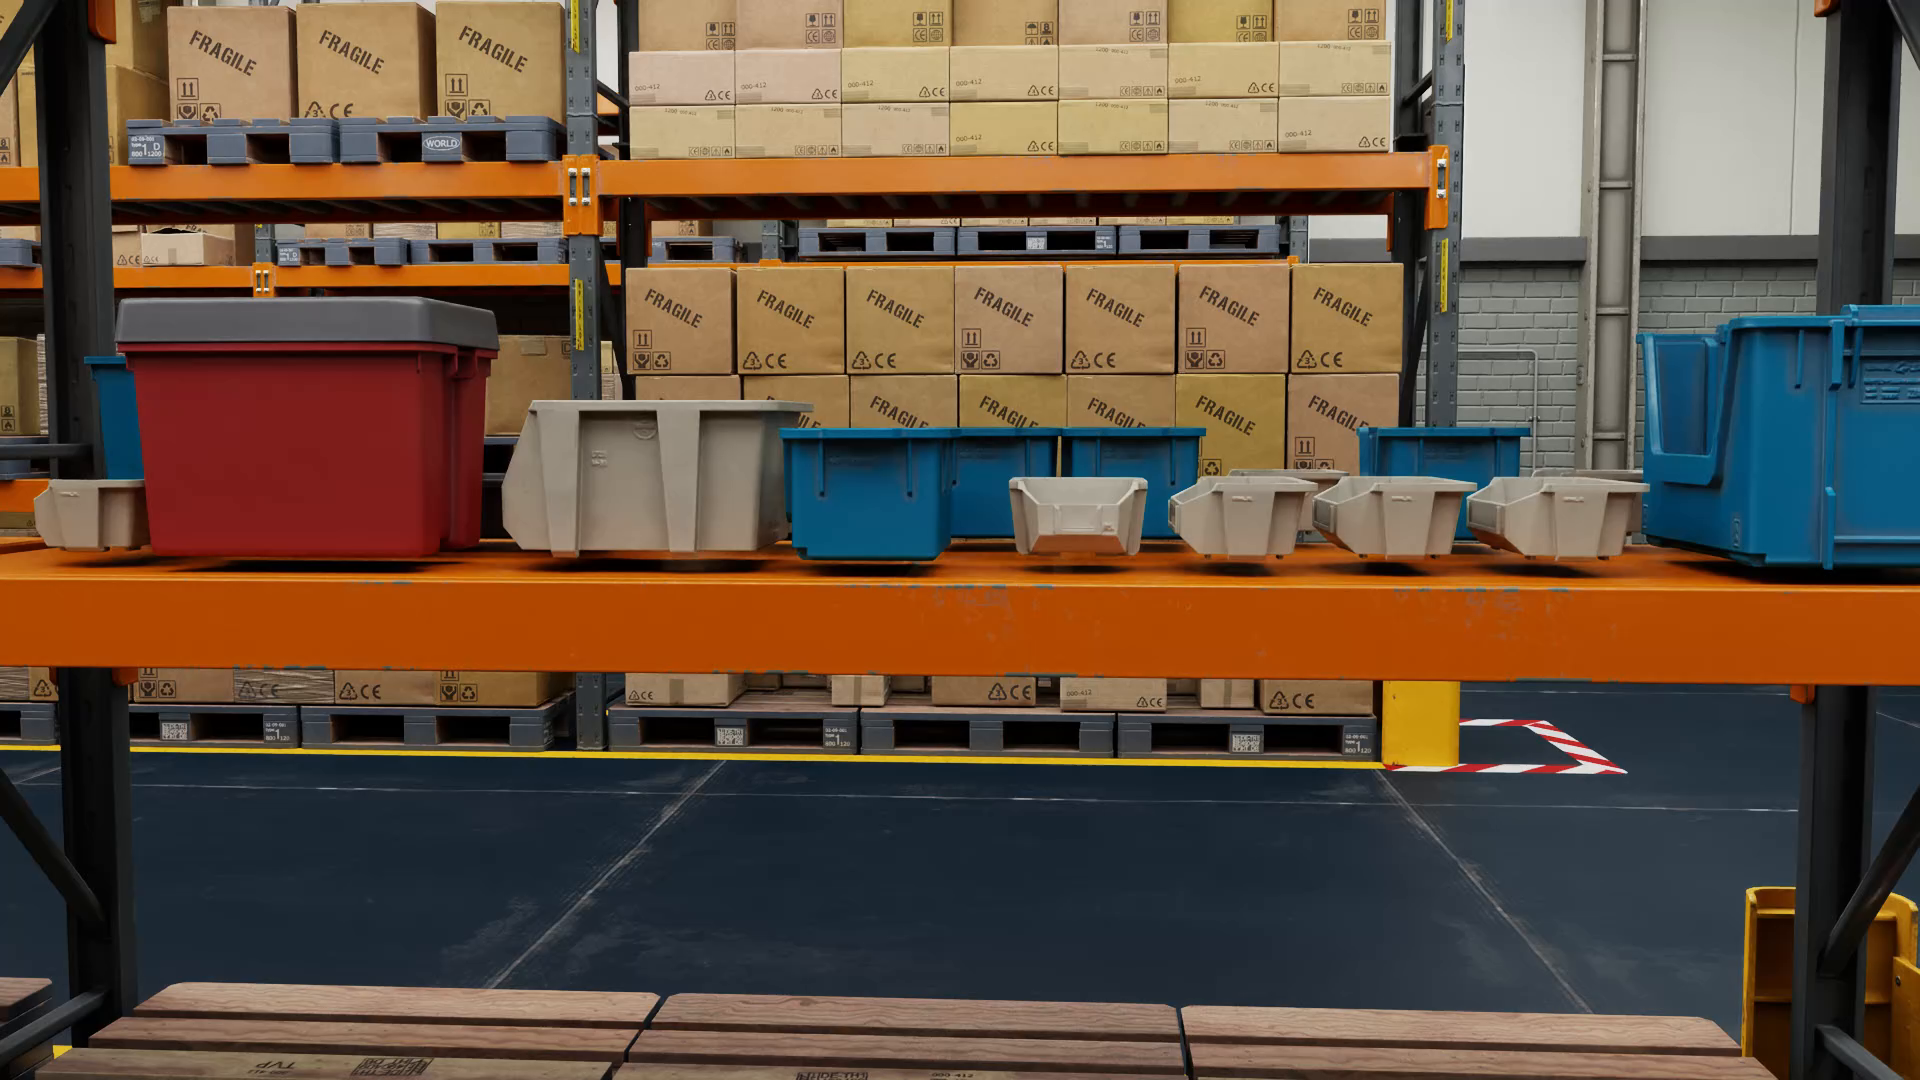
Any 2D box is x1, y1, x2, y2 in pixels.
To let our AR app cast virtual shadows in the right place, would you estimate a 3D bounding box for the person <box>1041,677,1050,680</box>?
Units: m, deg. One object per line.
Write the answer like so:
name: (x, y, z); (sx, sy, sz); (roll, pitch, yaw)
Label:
person: (0.714, -0.032, 10.299); (0.574, 1.783, 0.383); (0, 4, 6)
